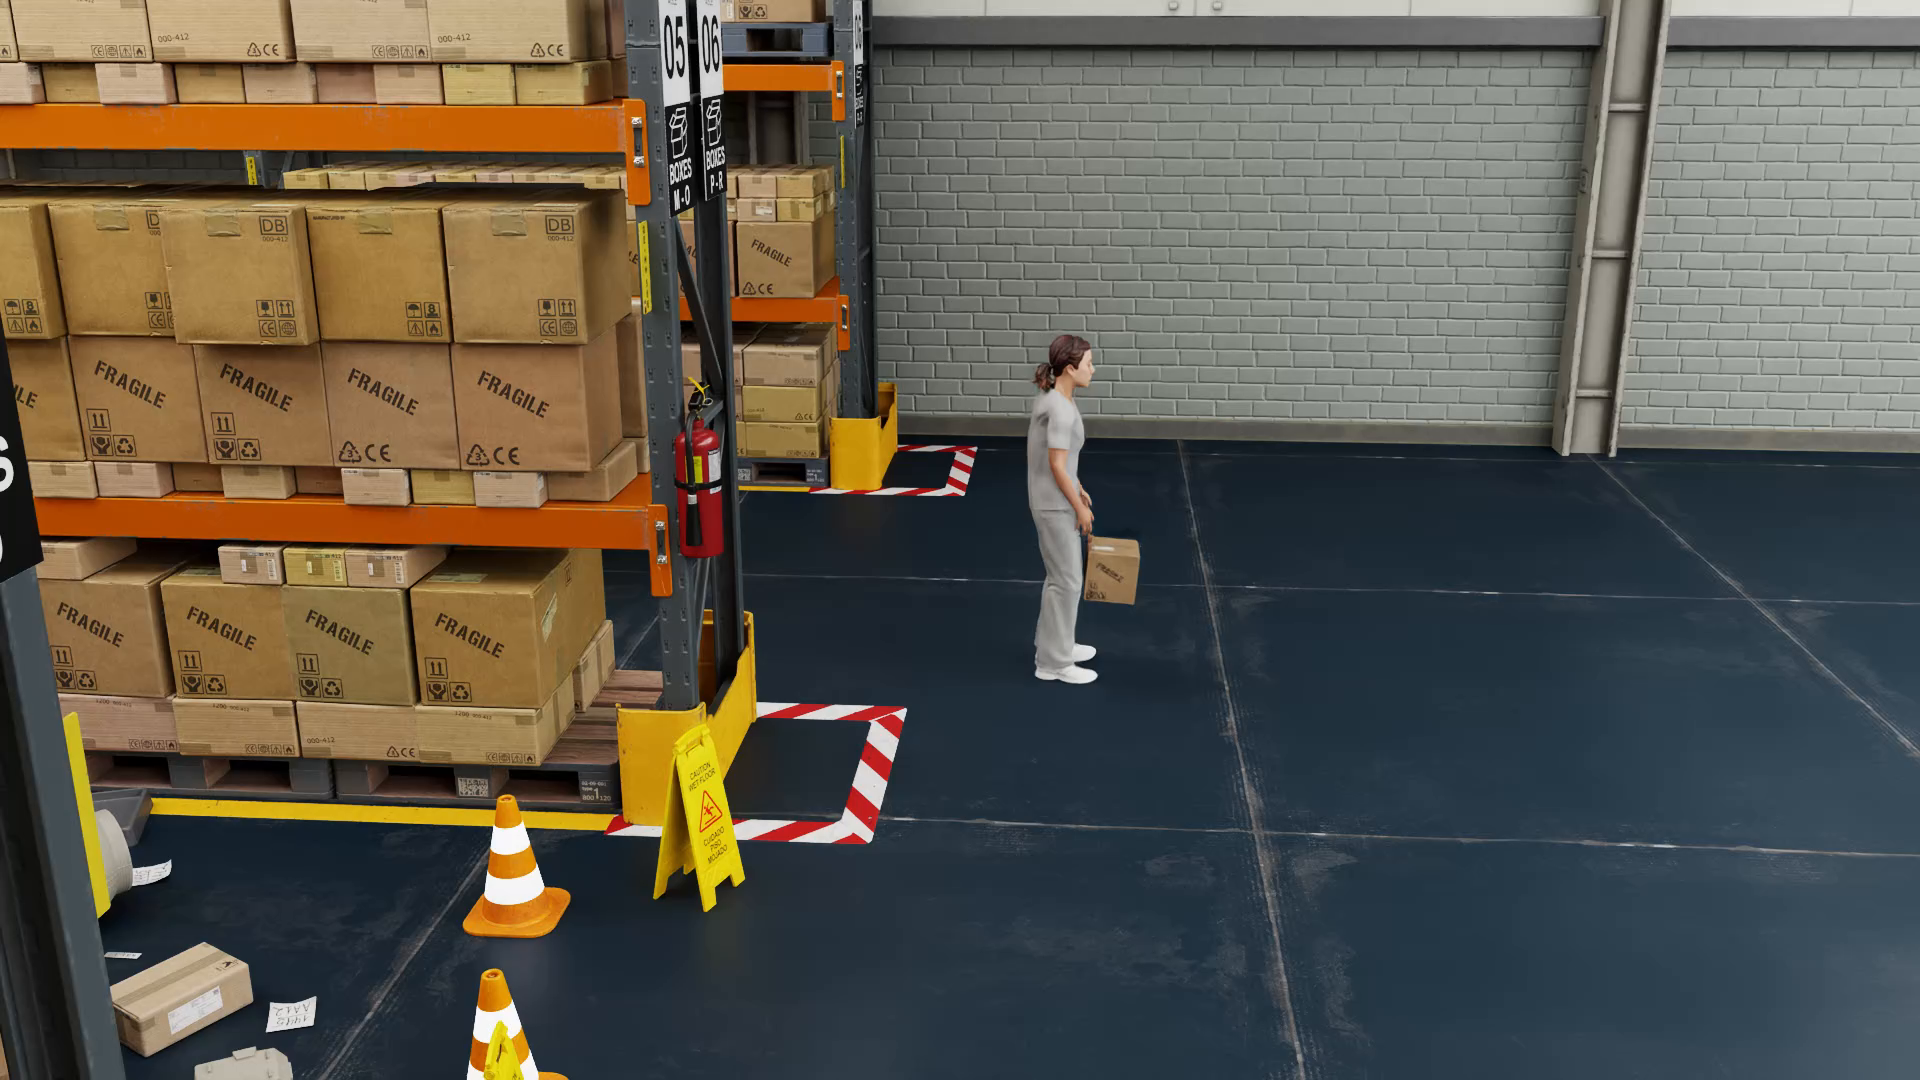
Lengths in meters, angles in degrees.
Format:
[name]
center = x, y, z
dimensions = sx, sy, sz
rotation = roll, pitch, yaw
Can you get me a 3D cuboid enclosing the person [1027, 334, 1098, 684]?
[person]
center = 0.501, -0.163, 8.062
dimensions = 0.360, 1.676, 0.475
rotation = 1, 18, 3
